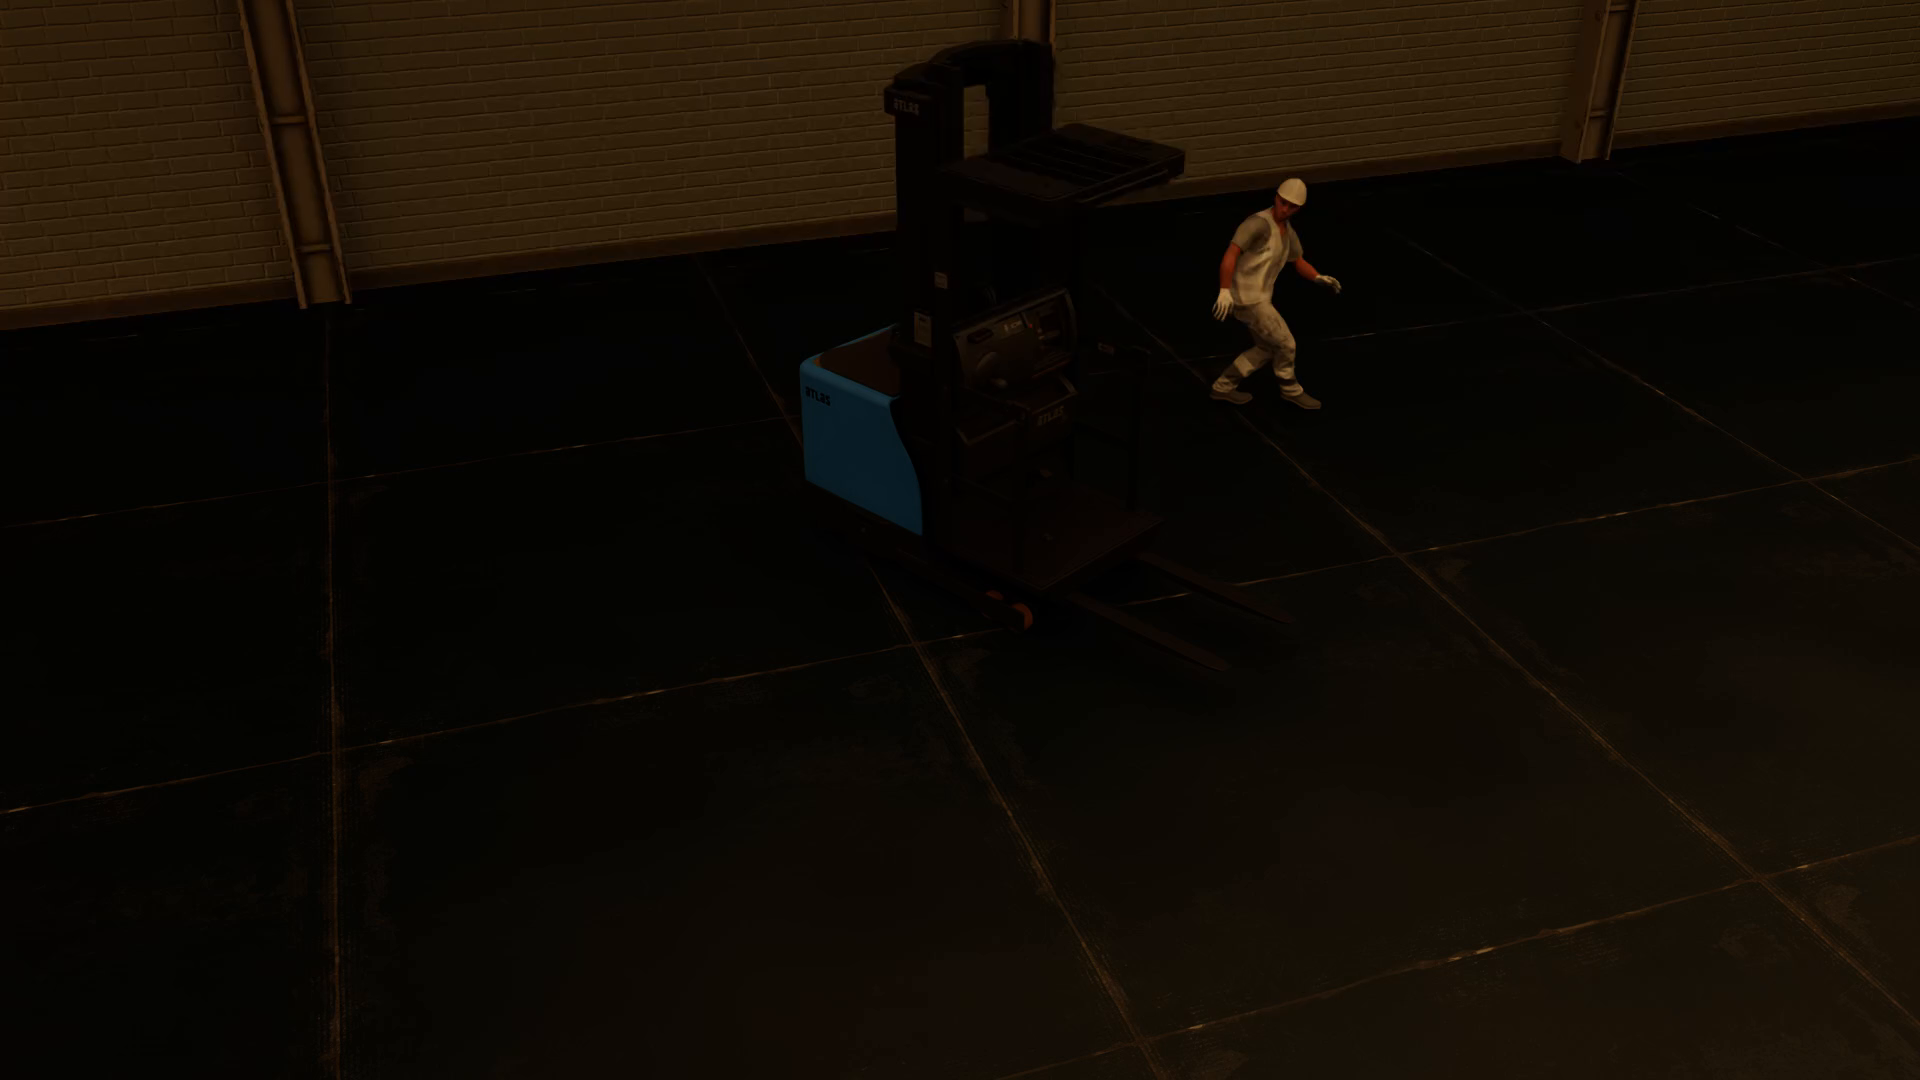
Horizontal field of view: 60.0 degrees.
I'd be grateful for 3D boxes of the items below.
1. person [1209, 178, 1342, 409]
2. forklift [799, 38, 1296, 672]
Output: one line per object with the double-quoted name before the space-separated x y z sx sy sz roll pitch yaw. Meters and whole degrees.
"person" 2.127 -1.593 11.170 0.816 1.636 0.803 10 31 17
"forklift" 0.461 -1.052 8.916 3.031 2.935 1.130 25 38 37
